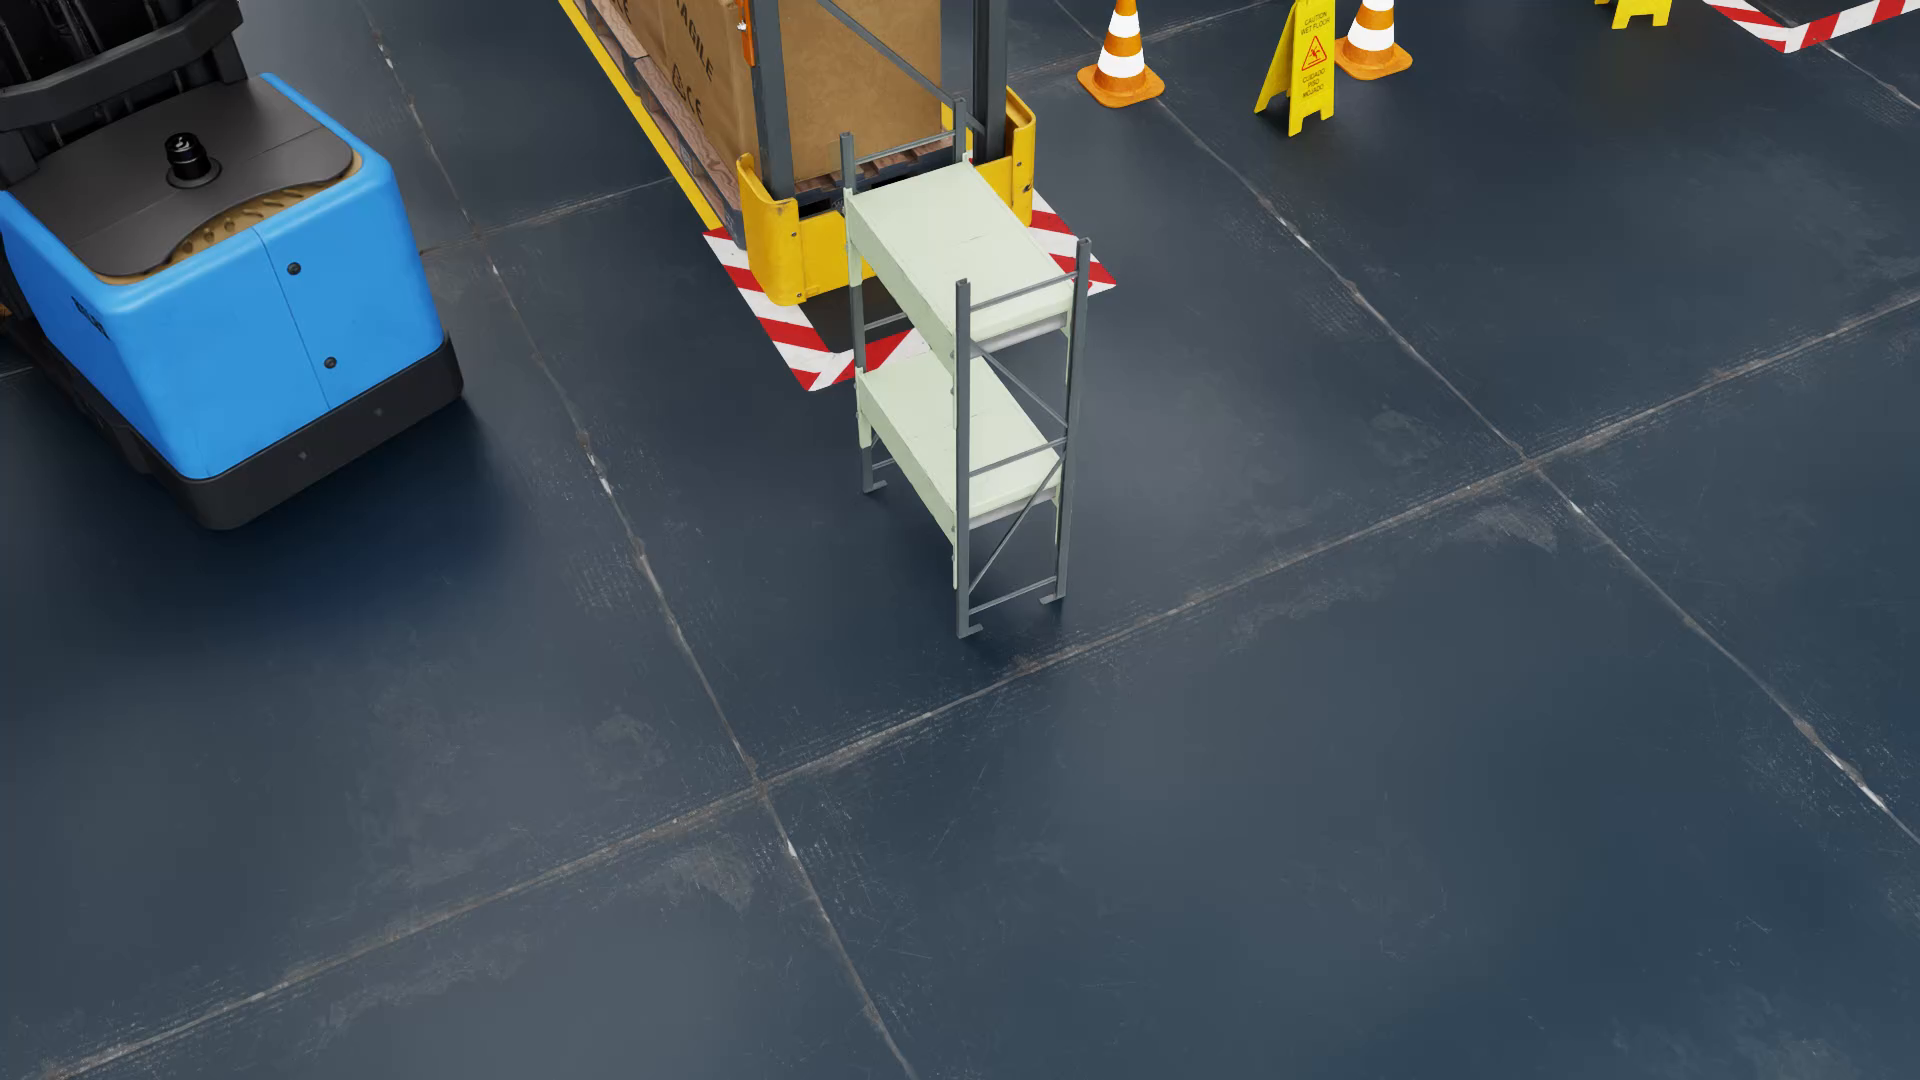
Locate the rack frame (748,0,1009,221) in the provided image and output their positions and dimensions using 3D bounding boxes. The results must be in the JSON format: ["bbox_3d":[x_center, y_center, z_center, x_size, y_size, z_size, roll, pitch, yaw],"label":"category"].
[{"bbox_3d":[-0.289,-2.224,5.702,1.000,3.000,0.127,-21,52,-18],"label":"rack frame"}]

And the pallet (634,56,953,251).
[{"bbox_3d":[-0.724,-1.814,7.196,1.003,0.211,1.213,-21,52,-18],"label":"pallet"}]

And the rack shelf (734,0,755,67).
[{"bbox_3d":[-1.204,-3.325,7.143,1.077,0.370,4.000,-21,52,-18],"label":"rack shelf"}]

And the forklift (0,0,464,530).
[{"bbox_3d":[-3.240,-1.996,5.549,3.031,2.935,1.130,36,58,27],"label":"forklift"}]

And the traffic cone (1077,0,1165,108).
[{"bbox_3d":[0.731,-2.233,7.396,0.336,0.463,0.334,-21,52,-18],"label":"traffic cone"}]

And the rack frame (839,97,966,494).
[{"bbox_3d":[-0.164,-0.734,5.396,0.400,1.500,0.023,-21,52,-18],"label":"rack frame"}]

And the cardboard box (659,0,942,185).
[{"bbox_3d":[-0.658,-2.093,6.721,0.875,0.875,0.875,-21,52,-17],"label":"cardboard box"}]

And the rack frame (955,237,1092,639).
[{"bbox_3d":[0.171,-0.244,4.967,0.400,1.500,0.023,-21,52,-18],"label":"rack frame"}]

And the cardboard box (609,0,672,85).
[{"bbox_3d":[-1.062,-2.682,7.235,0.875,0.875,0.875,-22,52,-18],"label":"cardboard box"}]

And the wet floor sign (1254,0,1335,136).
[{"bbox_3d":[1.485,-2.111,7.168,0.267,0.644,0.232,-30,55,-23],"label":"wet floor sign"}]

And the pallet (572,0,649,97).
[{"bbox_3d":[-1.279,-2.629,7.909,1.003,0.211,1.213,-21,52,-18],"label":"pallet"}]

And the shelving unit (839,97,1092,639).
[{"bbox_3d":[0.003,-0.489,5.182,0.431,1.500,0.755,-21,52,-18],"label":"shelving unit"}]

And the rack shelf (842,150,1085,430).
[{"bbox_3d":[0.003,-0.746,4.888,0.431,0.370,0.720,-21,52,-18],"label":"rack shelf"}]

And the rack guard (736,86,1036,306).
[{"bbox_3d":[-0.278,-1.385,6.629,1.175,0.500,0.348,-21,52,-18],"label":"rack guard"}]

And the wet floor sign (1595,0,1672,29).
[{"bbox_3d":[3.202,-2.725,7.705,0.267,0.644,0.232,-5,49,-5],"label":"wet floor sign"}]

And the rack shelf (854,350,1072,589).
[{"bbox_3d":[0.003,-0.275,5.427,0.431,0.370,0.720,-21,52,-18],"label":"rack shelf"}]

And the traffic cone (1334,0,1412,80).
[{"bbox_3d":[1.891,-2.395,7.537,0.336,0.463,0.334,-21,52,-18],"label":"traffic cone"}]
